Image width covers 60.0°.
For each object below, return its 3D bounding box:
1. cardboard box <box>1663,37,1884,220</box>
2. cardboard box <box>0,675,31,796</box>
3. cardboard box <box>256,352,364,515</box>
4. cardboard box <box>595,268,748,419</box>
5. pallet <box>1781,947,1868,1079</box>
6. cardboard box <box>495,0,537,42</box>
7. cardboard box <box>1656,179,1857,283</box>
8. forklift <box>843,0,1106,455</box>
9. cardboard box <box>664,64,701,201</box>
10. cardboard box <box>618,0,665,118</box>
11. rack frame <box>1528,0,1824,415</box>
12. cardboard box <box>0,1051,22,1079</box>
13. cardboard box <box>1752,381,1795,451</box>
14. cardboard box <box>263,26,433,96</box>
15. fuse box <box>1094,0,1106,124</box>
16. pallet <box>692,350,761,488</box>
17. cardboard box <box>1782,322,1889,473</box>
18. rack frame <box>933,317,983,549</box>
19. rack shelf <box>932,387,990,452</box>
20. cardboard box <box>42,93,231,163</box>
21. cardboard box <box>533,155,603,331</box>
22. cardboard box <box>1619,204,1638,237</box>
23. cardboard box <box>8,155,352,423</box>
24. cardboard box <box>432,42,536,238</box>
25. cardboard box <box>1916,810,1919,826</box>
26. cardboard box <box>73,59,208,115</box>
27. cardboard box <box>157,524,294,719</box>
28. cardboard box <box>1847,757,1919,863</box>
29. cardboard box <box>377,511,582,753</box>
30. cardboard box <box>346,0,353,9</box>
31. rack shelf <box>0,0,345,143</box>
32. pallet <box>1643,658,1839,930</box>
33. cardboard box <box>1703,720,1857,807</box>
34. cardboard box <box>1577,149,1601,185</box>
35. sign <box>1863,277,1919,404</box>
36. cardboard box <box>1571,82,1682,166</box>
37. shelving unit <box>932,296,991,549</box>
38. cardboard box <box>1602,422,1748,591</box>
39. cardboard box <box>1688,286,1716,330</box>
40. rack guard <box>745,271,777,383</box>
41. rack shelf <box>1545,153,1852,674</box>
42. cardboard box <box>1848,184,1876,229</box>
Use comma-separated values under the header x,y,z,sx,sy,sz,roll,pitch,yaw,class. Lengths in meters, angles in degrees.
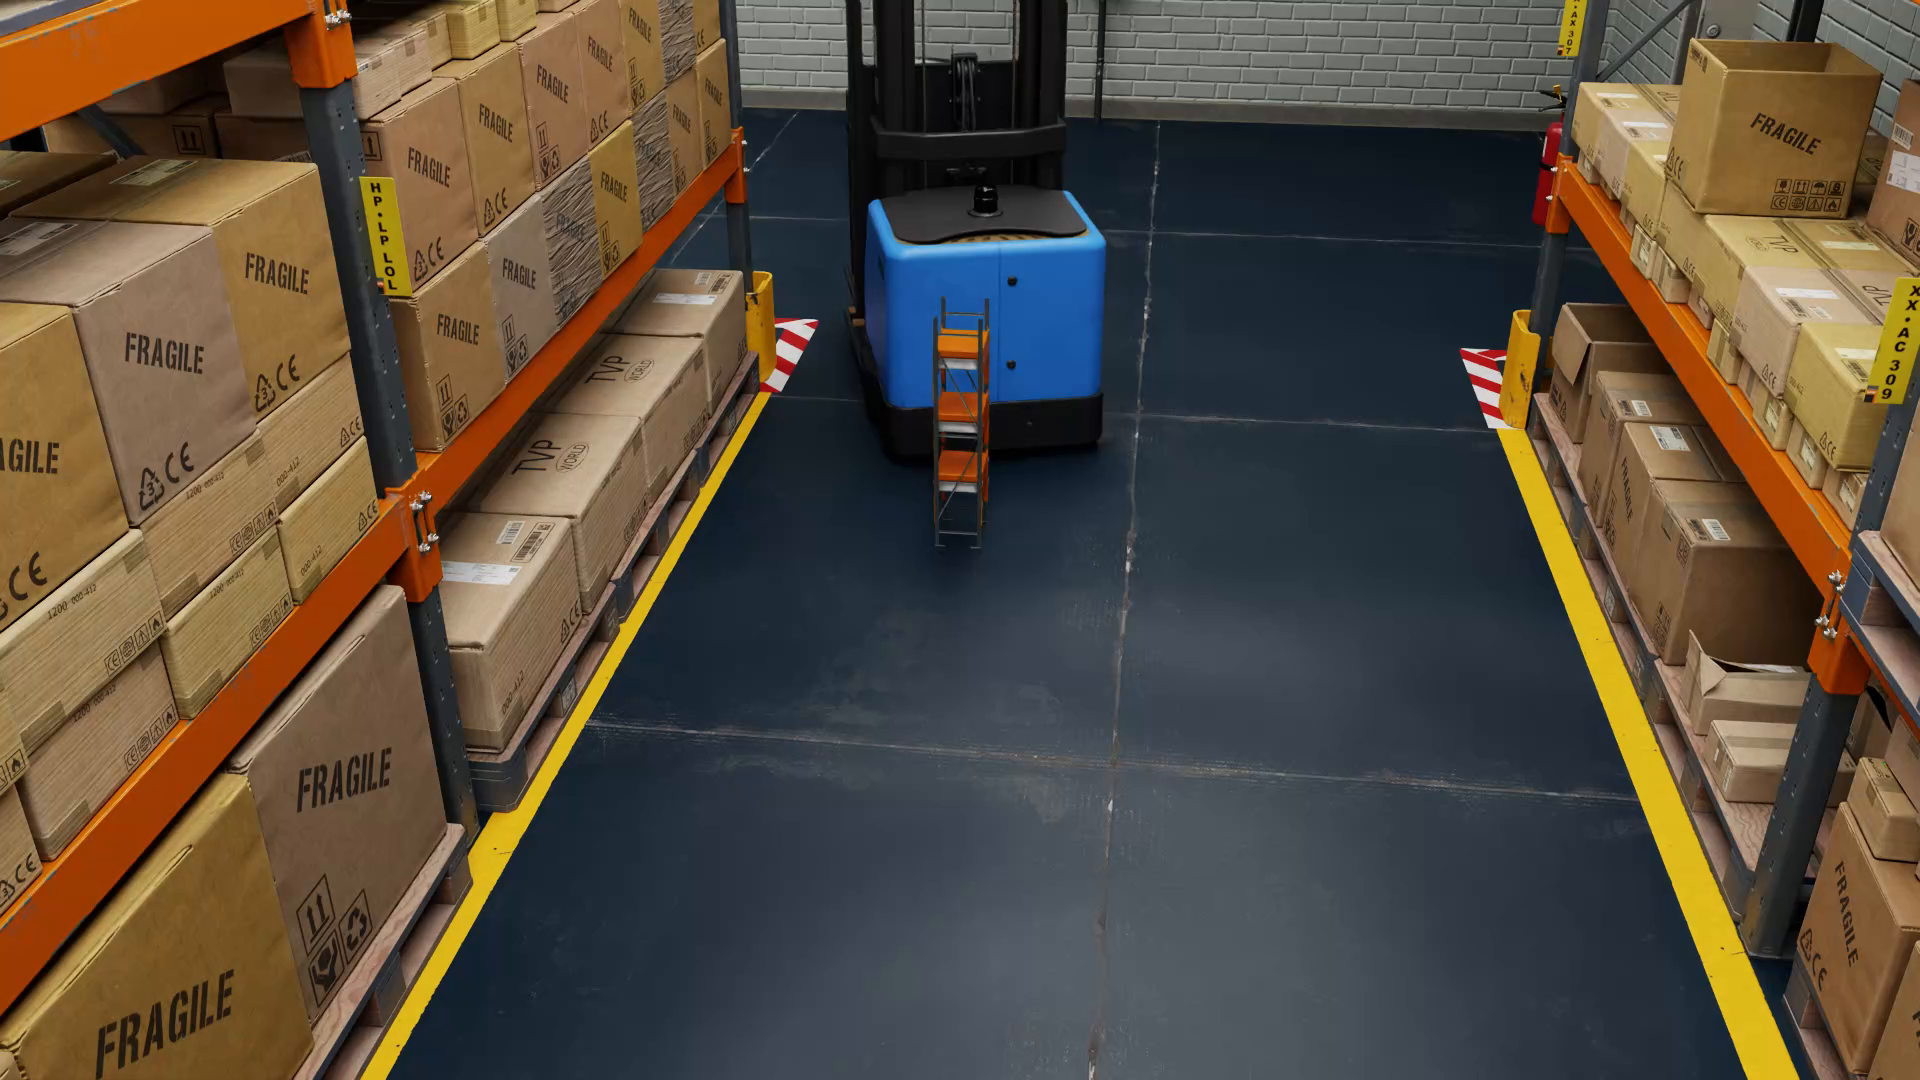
x,y,z,sx,sy,sz,roll,pitch,yaw,class
2.830,-1.450,5.833,0.500,0.500,0.500,4,29,7,cardboard box
-2.050,0.426,2.927,0.500,0.250,0.500,4,29,7,cardboard box
-1.893,-0.296,4.267,0.500,0.250,0.500,3,28,6,cardboard box
-1.572,-0.986,8.177,0.875,0.438,0.875,2,28,4,cardboard box
2.784,1.536,4.176,1.003,0.211,1.213,3,28,6,pallet
-1.626,-1.748,5.488,0.380,0.149,0.250,3,28,5,cardboard box
2.852,-1.108,5.989,0.500,0.250,0.500,3,28,5,cardboard box
-0.052,-2.365,8.550,1.130,2.935,3.031,-4,29,-8,forklift
-1.463,-1.812,7.346,0.500,0.500,0.500,3,28,5,cardboard box
-1.512,-2.009,6.657,0.500,0.500,0.500,3,28,6,cardboard box
3.337,-1.959,7.724,1.000,3.000,0.127,3,28,6,rack frame
-2.290,1.530,3.044,0.875,0.875,0.875,4,29,7,cardboard box
2.653,-0.378,5.054,0.380,0.149,0.250,4,29,8,cardboard box
-1.769,-1.388,4.820,0.380,0.149,0.250,4,29,7,cardboard box
1.145,-4.144,13.137,0.539,1.711,0.414,3,28,6,fuse box
-1.610,-0.637,8.211,1.003,0.211,1.213,3,28,6,pallet
2.667,-0.395,4.665,0.500,0.250,0.500,4,29,7,cardboard box
-0.008,-0.430,6.941,0.200,1.050,0.008,3,28,6,rack frame
0.007,-0.478,7.053,0.215,0.259,0.240,3,28,6,rack shelf
-2.296,-1.085,4.943,0.500,0.500,0.500,3,28,6,cardboard box
-1.630,-1.083,5.993,0.500,0.500,0.500,4,29,7,cardboard box
2.949,-1.346,6.851,0.380,0.149,0.250,4,29,8,cardboard box
-1.886,-0.622,4.083,0.500,0.500,0.500,4,29,8,cardboard box
-1.713,-1.295,5.331,0.500,0.500,0.500,3,28,6,cardboard box
2.554,0.701,3.981,0.380,0.149,0.250,2,28,4,cardboard box
-2.358,-1.296,4.650,0.380,0.149,0.250,3,28,5,cardboard box
-1.949,0.168,3.933,0.500,0.250,0.500,3,28,5,cardboard box
2.539,0.707,4.284,0.380,0.149,0.250,5,29,9,cardboard box
-1.897,0.291,5.806,0.875,0.438,0.875,3,28,5,cardboard box
-2.165,-1.651,5.309,0.380,0.149,0.250,3,28,6,cardboard box
-2.325,-0.426,2.473,1.077,0.370,4.000,3,28,6,rack shelf
2.932,0.828,5.491,1.003,0.211,1.213,3,28,6,pallet
2.623,0.714,5.324,0.380,0.149,0.250,3,28,5,cardboard box
3.024,-1.710,7.526,0.380,0.149,0.250,3,28,6,cardboard box
2.307,-0.485,4.076,0.100,0.325,0.005,3,28,6,sign
3.014,-1.826,7.322,0.500,0.250,0.500,4,29,6,cardboard box
0.007,-0.487,7.048,0.215,1.050,0.252,3,28,6,shelving unit
2.860,-0.118,6.499,0.500,0.500,0.500,4,29,7,cardboard box
2.842,-0.856,5.941,0.380,0.149,0.250,3,28,6,cardboard box
-1.587,-1.157,8.870,1.175,0.500,0.348,3,28,6,rack guard
3.092,-0.701,6.147,1.077,0.370,4.000,3,28,6,rack shelf
3.350,-1.071,5.919,0.500,0.250,0.500,3,28,6,cardboard box
